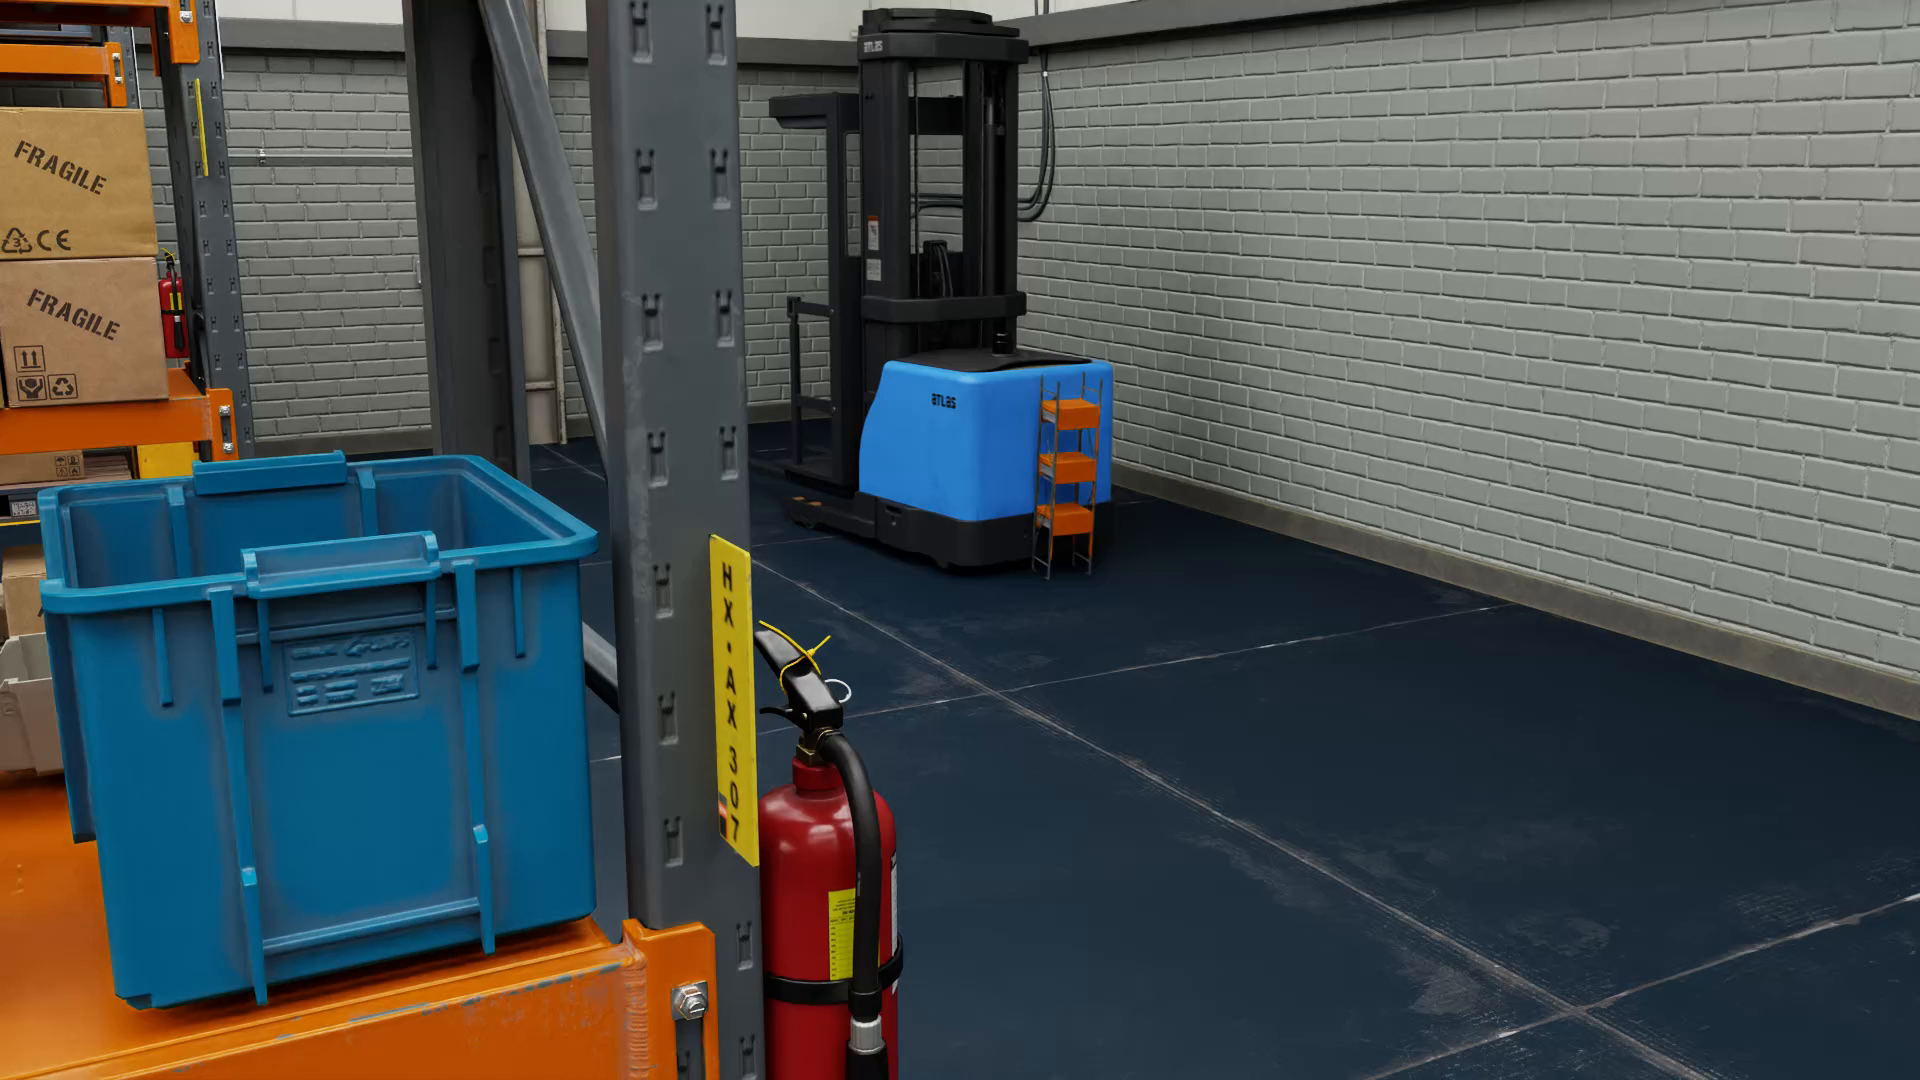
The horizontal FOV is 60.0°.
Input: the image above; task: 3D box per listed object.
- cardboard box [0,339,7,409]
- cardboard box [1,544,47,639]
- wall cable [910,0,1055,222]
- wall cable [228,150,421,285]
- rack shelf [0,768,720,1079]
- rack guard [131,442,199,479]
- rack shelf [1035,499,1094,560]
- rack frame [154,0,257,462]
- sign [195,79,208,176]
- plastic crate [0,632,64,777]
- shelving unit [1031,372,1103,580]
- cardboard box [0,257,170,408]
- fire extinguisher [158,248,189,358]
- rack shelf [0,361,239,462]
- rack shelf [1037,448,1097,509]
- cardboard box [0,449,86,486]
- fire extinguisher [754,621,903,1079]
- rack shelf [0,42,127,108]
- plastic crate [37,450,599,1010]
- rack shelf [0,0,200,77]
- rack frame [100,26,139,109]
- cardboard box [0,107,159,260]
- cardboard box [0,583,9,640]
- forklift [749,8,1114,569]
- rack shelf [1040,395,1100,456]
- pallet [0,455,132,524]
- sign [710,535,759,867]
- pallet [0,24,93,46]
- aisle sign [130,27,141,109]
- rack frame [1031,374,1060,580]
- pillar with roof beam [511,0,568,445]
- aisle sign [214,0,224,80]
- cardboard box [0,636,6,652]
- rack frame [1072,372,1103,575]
[{"bbox_3d":[-3.593,-0.711,5.709,0.500,0.500,0.500,-7,14,-27],"label":"cardboard box"},{"bbox_3d":[-3.236,0.292,6.169,0.500,0.500,0.500,-7,14,-28],"label":"cardboard box"},{"bbox_3d":[-0.118,-3.709,12.669,0.112,2.526,3.097,-7,14,-28],"label":"wall cable"},{"bbox_3d":[-4.583,-2.584,11.946,1.851,1.984,0.084,-7,14,-28],"label":"wall cable"},{"bbox_3d":[-2.262,0.699,1.309,4.000,0.370,1.077,-7,14,-28],"label":"rack shelf"},{"bbox_3d":[-5.232,-0.554,10.934,0.348,0.500,1.175,-7,14,-28],"label":"rack guard"},{"bbox_3d":[0.543,-0.057,8.744,0.240,0.259,0.215,-6,19,-24],"label":"rack shelf"},{"bbox_3d":[-2.877,-0.817,6.408,0.127,3.000,1.000,-7,14,-28],"label":"rack frame"},{"bbox_3d":[-2.628,-1.427,5.762,0.005,0.325,0.100,-7,14,-28],"label":"sign"},{"bbox_3d":[-1.202,0.217,2.275,0.298,0.136,0.250,-7,14,-28],"label":"plastic crate"},{"bbox_3d":[0.553,-0.333,8.660,0.252,1.050,0.215,-6,19,-24],"label":"shelving unit"},{"bbox_3d":[-3.139,-0.766,5.955,0.500,0.500,0.500,-6,14,-26],"label":"cardboard box"},{"bbox_3d":[-4.900,-1.479,10.373,0.183,0.674,0.296,-7,14,-28],"label":"fire extinguisher"},{"bbox_3d":[-4.632,-0.256,5.552,4.000,0.370,1.077,-7,14,-28],"label":"rack shelf"},{"bbox_3d":[0.553,-0.323,8.663,0.240,0.259,0.215,-6,19,-24],"label":"rack shelf"},{"bbox_3d":[-5.820,-0.664,10.464,0.500,0.500,0.700,-7,14,-28],"label":"cardboard box"},{"bbox_3d":[-0.156,0.429,1.896,0.183,0.674,0.296,-7,14,-28],"label":"fire extinguisher"},{"bbox_3d":[-7.009,-2.673,9.463,4.000,0.370,1.077,-7,14,-28],"label":"rack shelf"},{"bbox_3d":[-0.711,0.162,1.838,0.499,0.435,0.616,-7,14,-28],"label":"plastic crate"},{"bbox_3d":[-4.632,-1.719,5.223,4.000,0.370,1.077,-7,14,-28],"label":"rack shelf"},{"bbox_3d":[-5.253,-1.771,10.649,0.127,3.000,1.000,-7,14,-28],"label":"rack frame"},{"bbox_3d":[-3.135,-1.254,5.844,0.500,0.500,0.500,-7,14,-28],"label":"cardboard box"},{"bbox_3d":[-3.929,0.365,6.417,0.500,0.250,0.500,-7,14,-28],"label":"cardboard box"},{"bbox_3d":[-0.419,-1.549,9.815,1.130,2.935,3.031,-9,16,-35],"label":"forklift"},{"bbox_3d":[0.562,-0.594,8.579,0.240,0.259,0.215,-6,19,-24],"label":"rack shelf"},{"bbox_3d":[-5.918,-0.312,10.514,1.213,0.211,1.003,-7,14,-28],"label":"pallet"},{"bbox_3d":[-0.229,0.162,1.684,0.005,0.325,0.100,-7,14,-28],"label":"sign"},{"bbox_3d":[-5.899,-3.112,9.973,1.213,0.211,1.003,-7,14,-28],"label":"pallet"},{"bbox_3d":[-5.046,-2.989,10.140,0.004,0.787,0.394,-7,14,-28],"label":"aisle sign"},{"bbox_3d":[0.442,-0.321,8.610,0.008,1.050,0.200,-6,19,-24],"label":"rack frame"},{"bbox_3d":[-1.235,-4.319,8.306,0.400,9.000,9.100,-7,14,-28],"label":"pillar with roof beam"},{"bbox_3d":[-2.670,-2.034,5.893,0.004,0.787,0.394,-7,14,-28],"label":"aisle sign"},{"bbox_3d":[-3.634,0.480,6.094,0.250,0.166,0.380,-7,14,-28],"label":"cardboard box"},{"bbox_3d":[0.664,-0.344,8.709,0.008,1.050,0.200,-6,19,-24],"label":"rack frame"}]
